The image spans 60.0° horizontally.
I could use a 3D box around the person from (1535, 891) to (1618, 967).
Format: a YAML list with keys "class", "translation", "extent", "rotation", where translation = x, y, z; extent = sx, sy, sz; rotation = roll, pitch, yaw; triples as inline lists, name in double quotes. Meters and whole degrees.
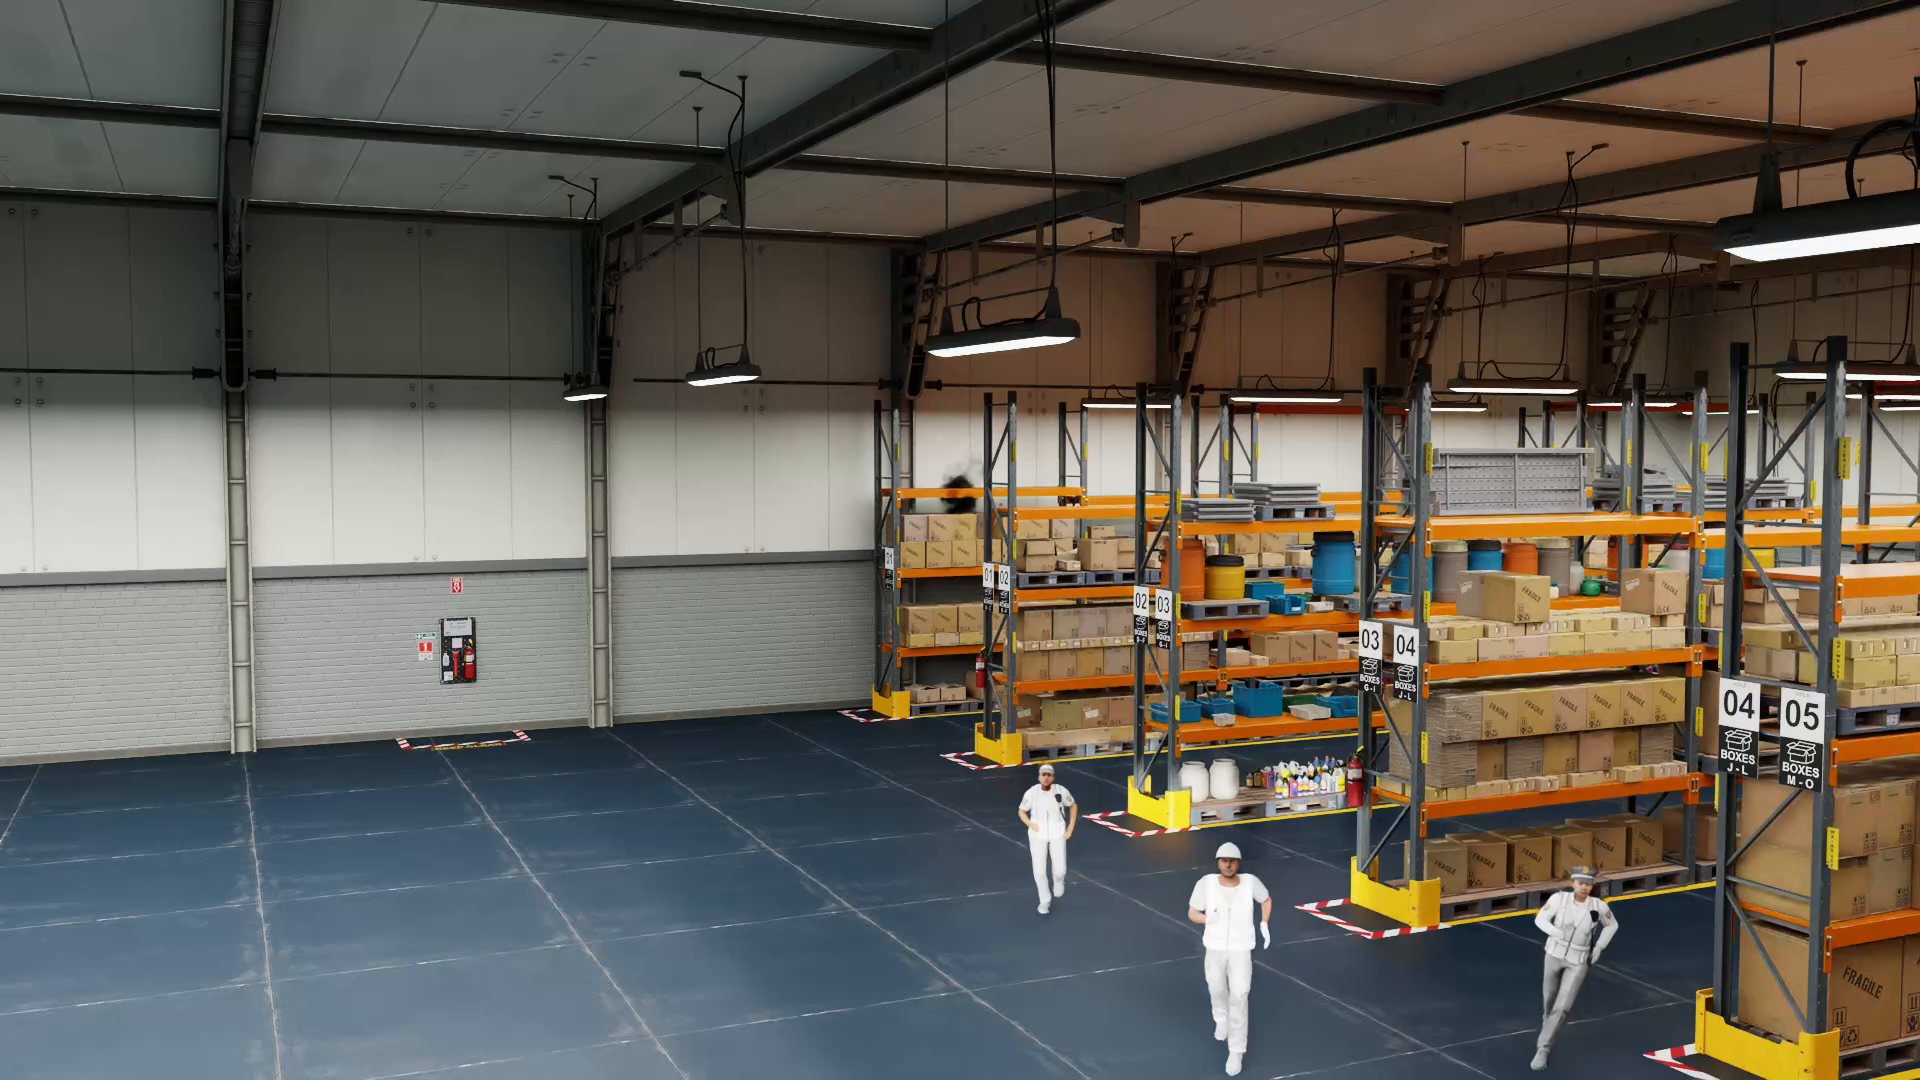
- class: "person"
  translation: [5.095, 3.224, 13.812]
  extent: [0.621, 0.622, 0.551]
  rotation: [2, 4, 31]

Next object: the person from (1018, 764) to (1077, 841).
- class: "person"
  translation: [0.970, 2.899, 18.310]
  extent: [0.659, 0.851, 0.472]
  rotation: [0, 3, 1]

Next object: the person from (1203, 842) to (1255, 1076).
- class: "person"
  translation: [2.246, 3.433, 13.949]
  extent: [0.458, 1.800, 0.938]
  rotation: [1, 3, 14]
